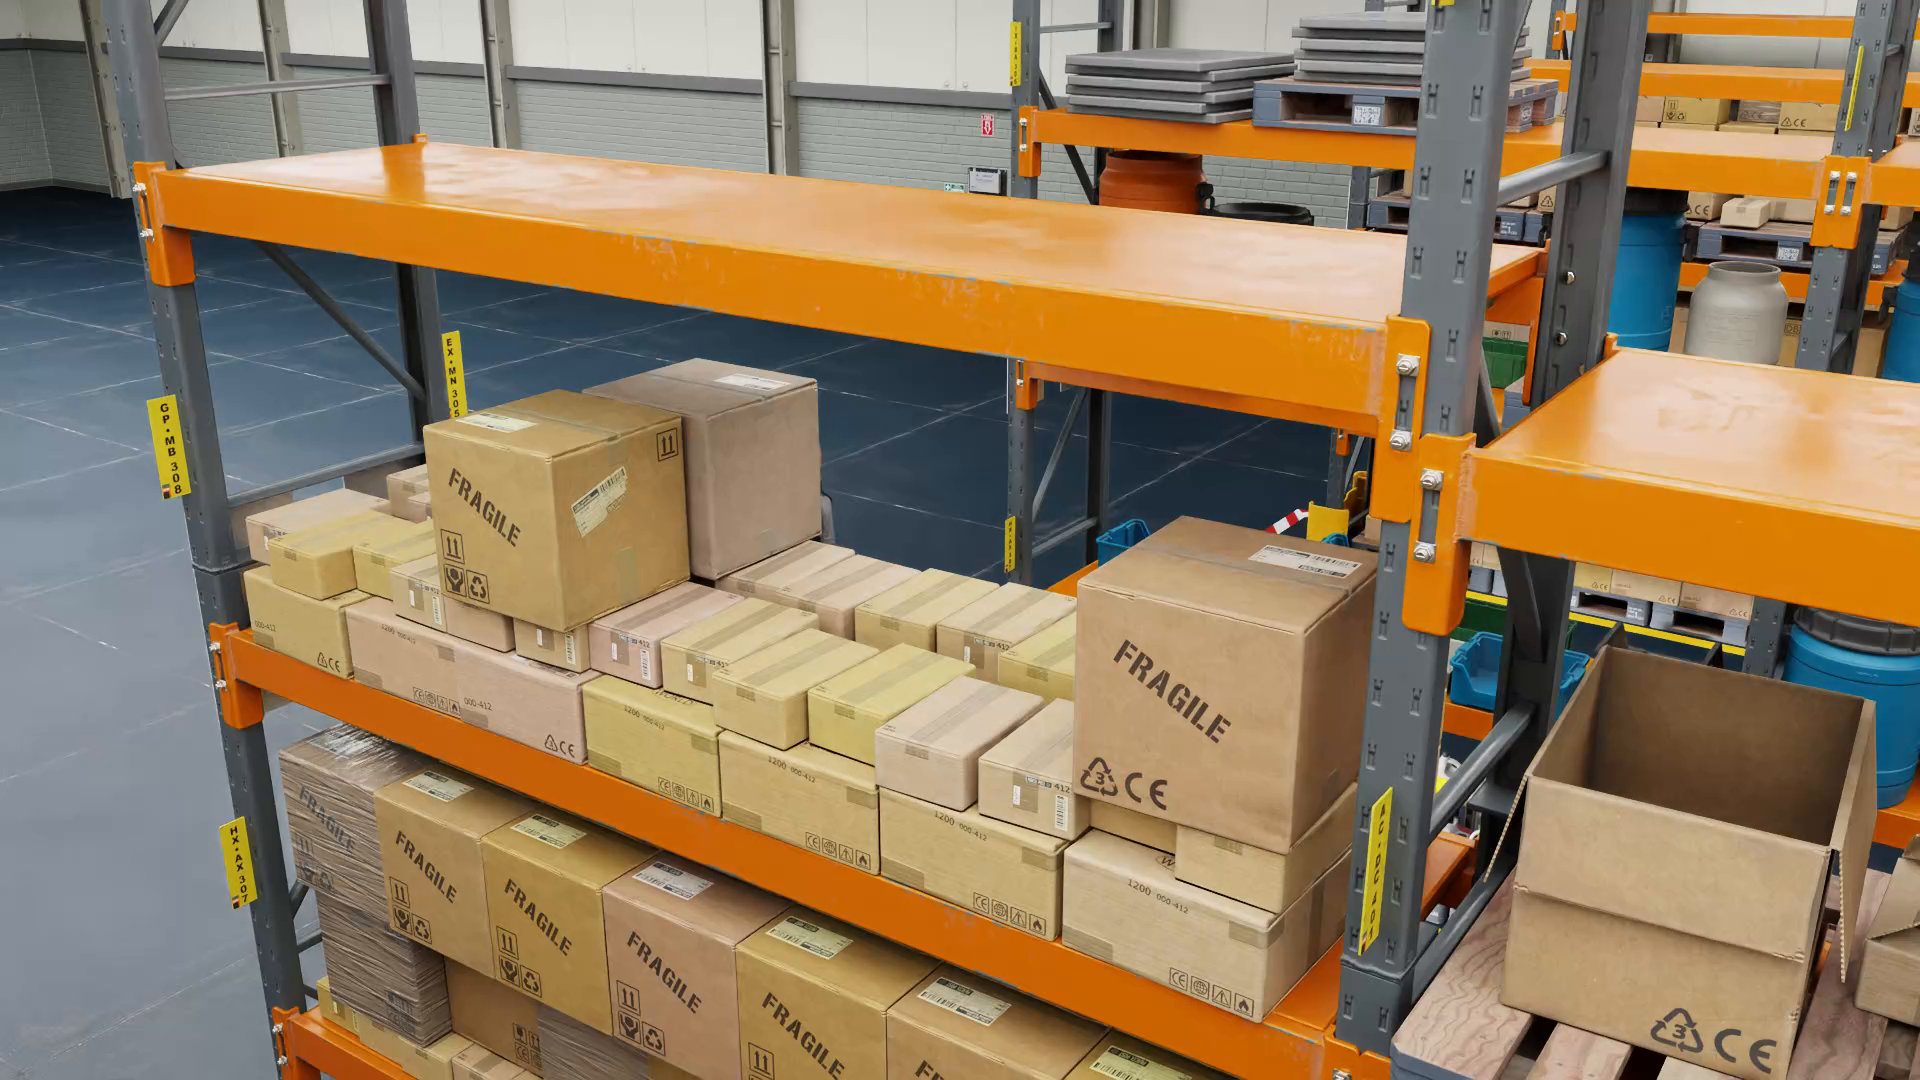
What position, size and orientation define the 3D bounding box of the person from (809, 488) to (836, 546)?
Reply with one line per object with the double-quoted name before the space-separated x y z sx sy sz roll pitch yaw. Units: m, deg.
"person" -1.212 0.210 11.567 0.941 1.676 0.590 -18 26 -41
